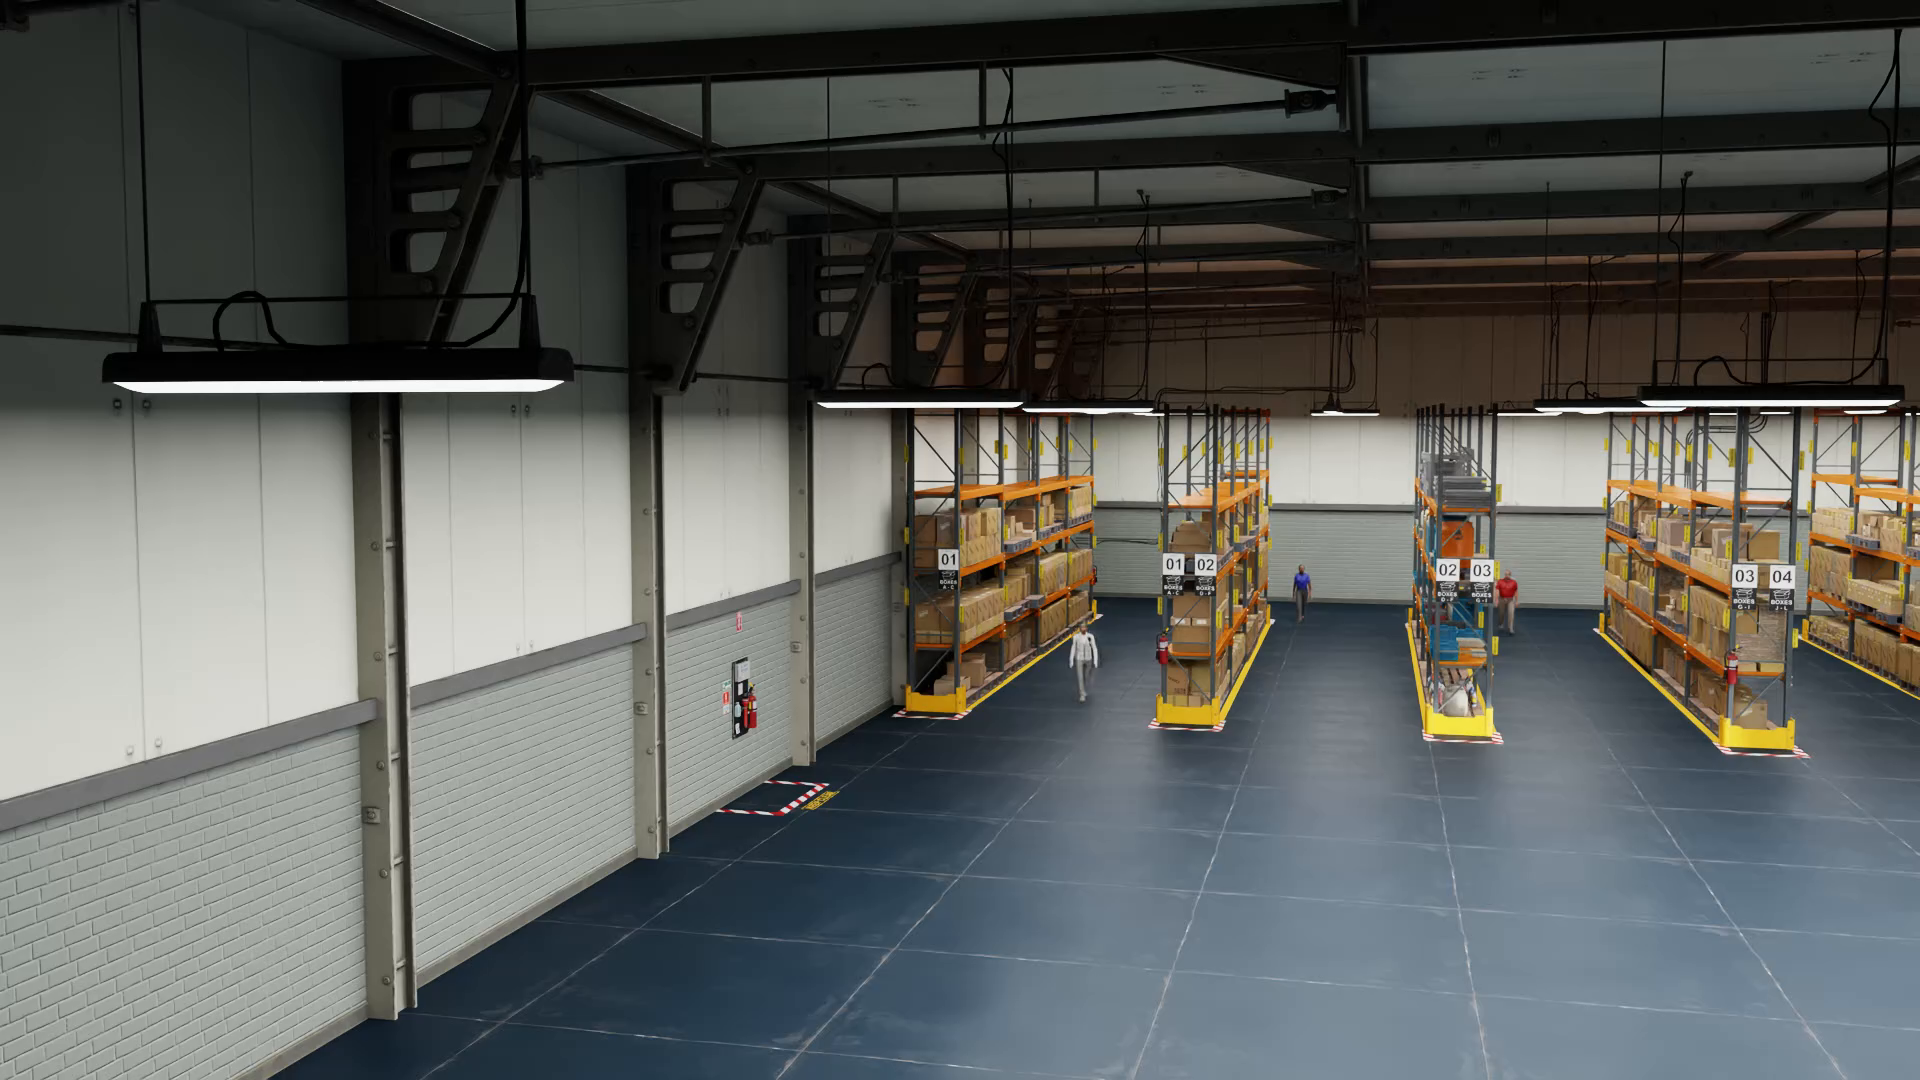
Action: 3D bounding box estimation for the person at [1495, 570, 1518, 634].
[{"bbox_3d":[14.627,1.641,44.480,0.628,1.664,1.099,1,4,11],"label":"person"}]

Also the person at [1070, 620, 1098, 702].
[{"bbox_3d":[2.523,2.427,33.762,0.541,1.616,1.042,0,4,-5],"label":"person"}]

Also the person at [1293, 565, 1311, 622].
[{"bbox_3d":[9.665,1.488,46.955,0.476,1.585,1.046,0,4,5],"label":"person"}]
